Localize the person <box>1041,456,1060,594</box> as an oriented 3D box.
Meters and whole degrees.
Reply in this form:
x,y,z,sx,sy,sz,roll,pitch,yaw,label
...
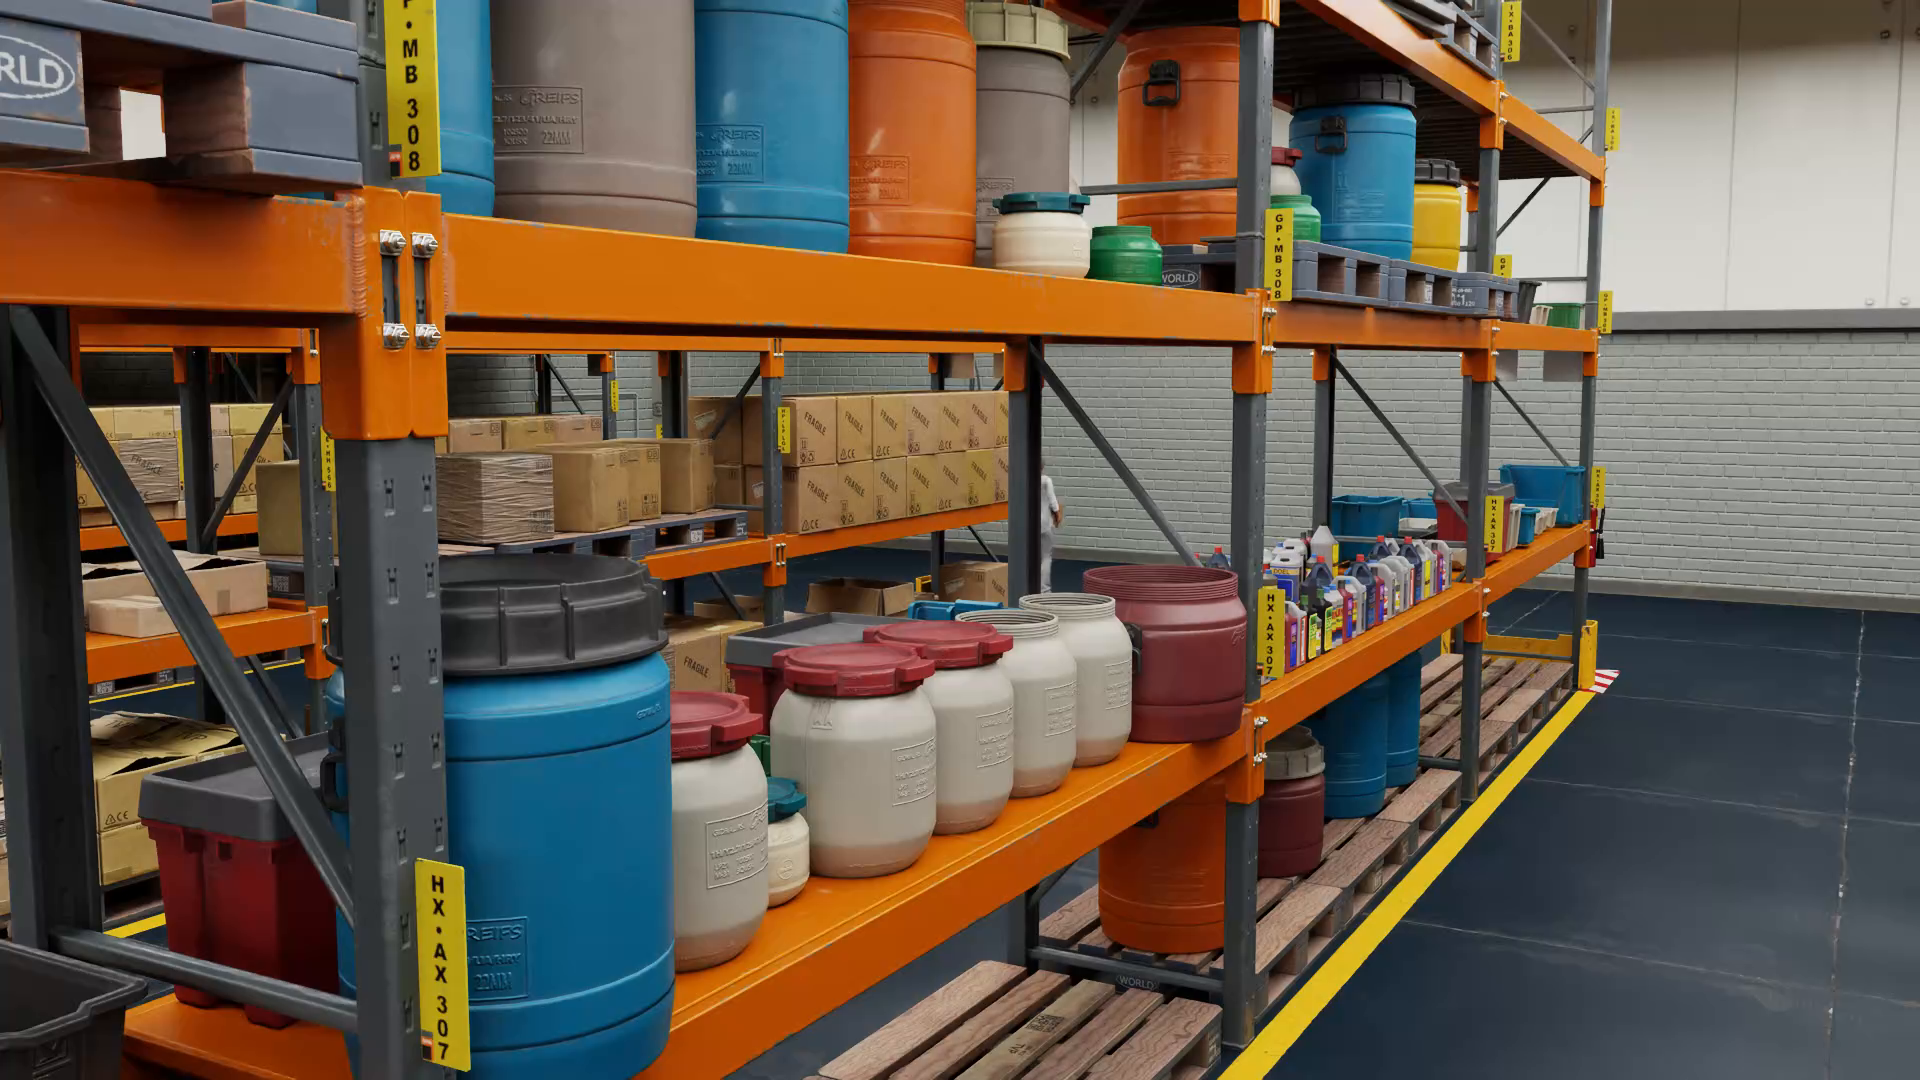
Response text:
x,y,z,sx,sy,sz,roll,pitch,yaw,label
0.856,-0.144,17.862,0.438,1.602,0.471,3,7,28,person
